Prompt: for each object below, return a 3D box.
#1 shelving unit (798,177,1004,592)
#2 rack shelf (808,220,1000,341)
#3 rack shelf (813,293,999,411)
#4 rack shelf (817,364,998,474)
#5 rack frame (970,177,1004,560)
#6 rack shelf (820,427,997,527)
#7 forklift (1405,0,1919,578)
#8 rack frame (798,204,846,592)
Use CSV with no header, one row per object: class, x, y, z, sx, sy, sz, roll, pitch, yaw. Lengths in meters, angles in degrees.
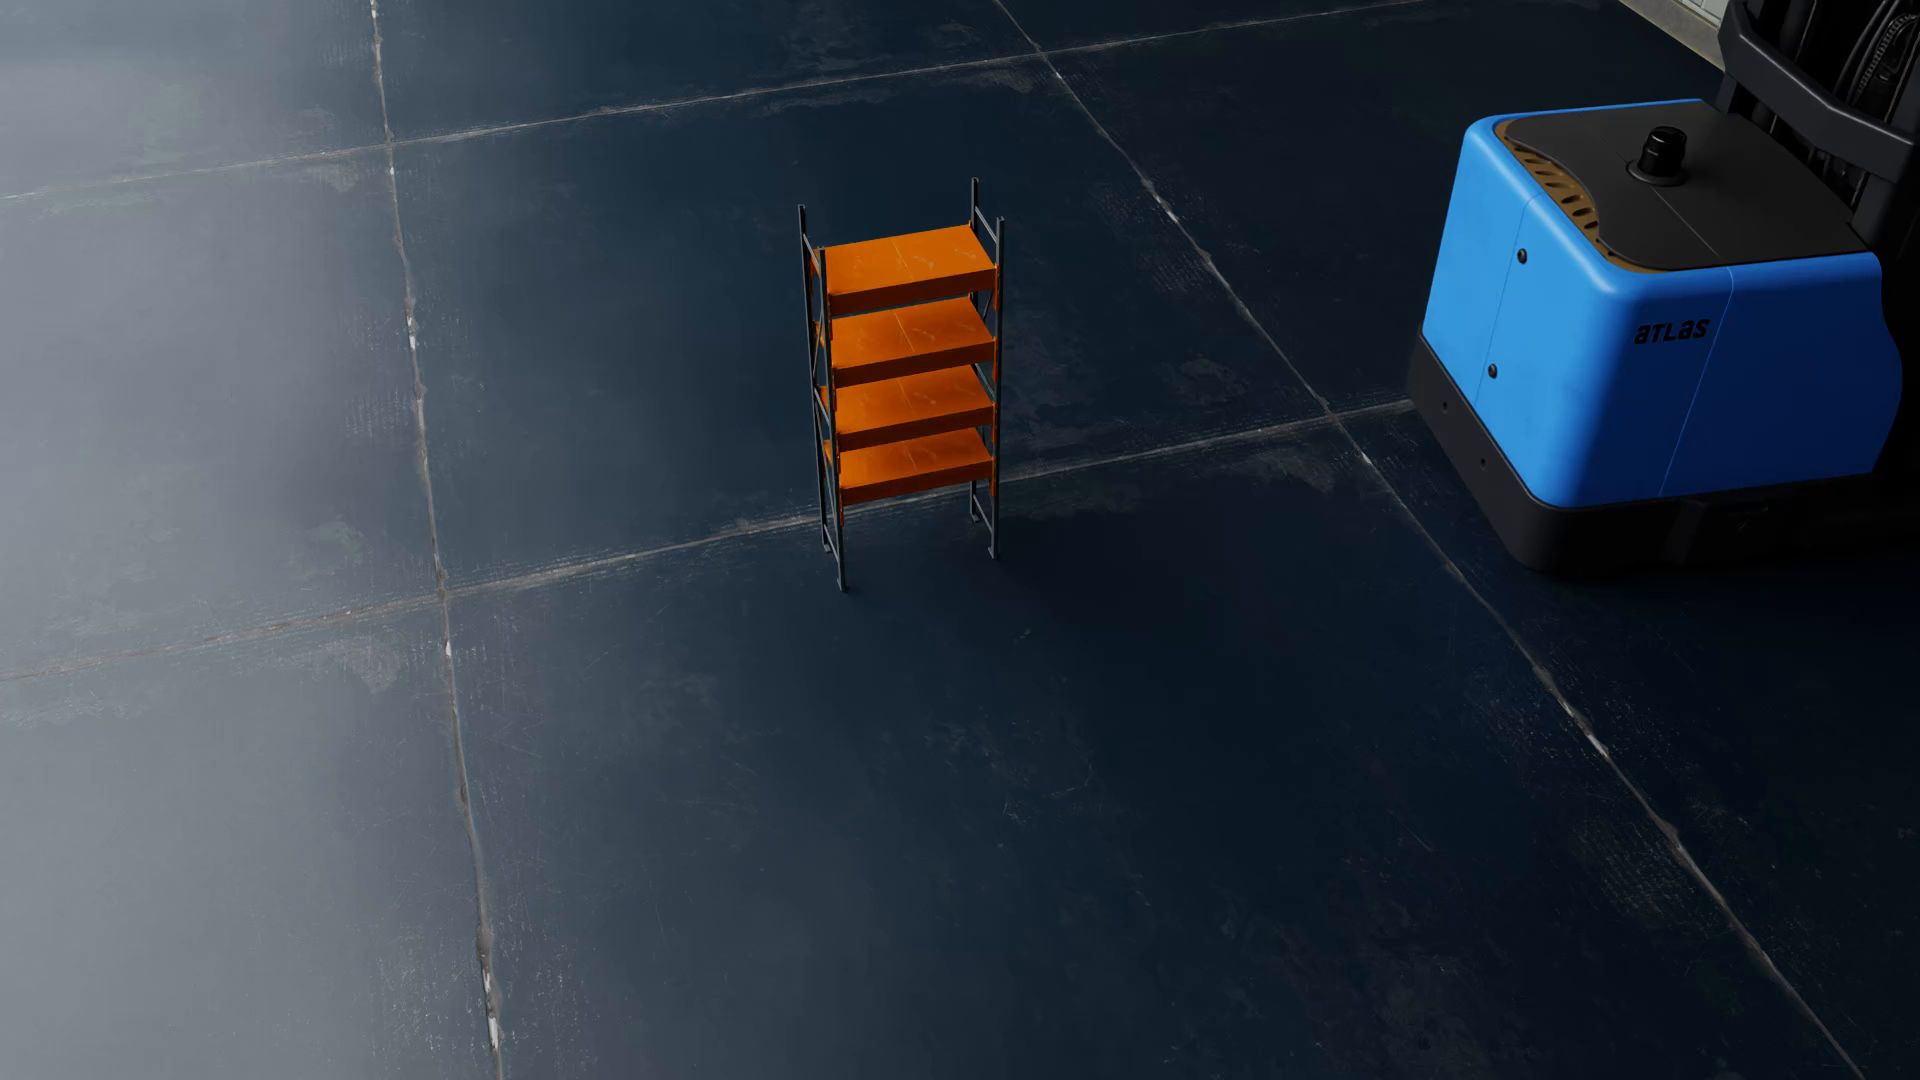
shelving unit,-0.158,-0.419,4.818,0.503,1.200,0.258,-12,42,-13
rack shelf,-0.158,-0.715,4.559,0.480,0.148,0.258,-12,42,-13
rack shelf,-0.158,-0.537,4.715,0.480,0.148,0.258,-12,42,-13
rack shelf,-0.158,-0.368,4.862,0.480,0.148,0.258,-12,42,-13
rack frame,0.075,-0.467,4.873,0.015,1.200,0.240,-12,42,-13
rack shelf,-0.158,-0.219,4.993,0.480,0.148,0.258,-12,42,-13
forklift,3.102,-1.455,4.688,3.031,2.935,1.130,-7,42,-8
rack frame,-0.391,-0.371,4.763,0.015,1.200,0.240,-12,42,-13
